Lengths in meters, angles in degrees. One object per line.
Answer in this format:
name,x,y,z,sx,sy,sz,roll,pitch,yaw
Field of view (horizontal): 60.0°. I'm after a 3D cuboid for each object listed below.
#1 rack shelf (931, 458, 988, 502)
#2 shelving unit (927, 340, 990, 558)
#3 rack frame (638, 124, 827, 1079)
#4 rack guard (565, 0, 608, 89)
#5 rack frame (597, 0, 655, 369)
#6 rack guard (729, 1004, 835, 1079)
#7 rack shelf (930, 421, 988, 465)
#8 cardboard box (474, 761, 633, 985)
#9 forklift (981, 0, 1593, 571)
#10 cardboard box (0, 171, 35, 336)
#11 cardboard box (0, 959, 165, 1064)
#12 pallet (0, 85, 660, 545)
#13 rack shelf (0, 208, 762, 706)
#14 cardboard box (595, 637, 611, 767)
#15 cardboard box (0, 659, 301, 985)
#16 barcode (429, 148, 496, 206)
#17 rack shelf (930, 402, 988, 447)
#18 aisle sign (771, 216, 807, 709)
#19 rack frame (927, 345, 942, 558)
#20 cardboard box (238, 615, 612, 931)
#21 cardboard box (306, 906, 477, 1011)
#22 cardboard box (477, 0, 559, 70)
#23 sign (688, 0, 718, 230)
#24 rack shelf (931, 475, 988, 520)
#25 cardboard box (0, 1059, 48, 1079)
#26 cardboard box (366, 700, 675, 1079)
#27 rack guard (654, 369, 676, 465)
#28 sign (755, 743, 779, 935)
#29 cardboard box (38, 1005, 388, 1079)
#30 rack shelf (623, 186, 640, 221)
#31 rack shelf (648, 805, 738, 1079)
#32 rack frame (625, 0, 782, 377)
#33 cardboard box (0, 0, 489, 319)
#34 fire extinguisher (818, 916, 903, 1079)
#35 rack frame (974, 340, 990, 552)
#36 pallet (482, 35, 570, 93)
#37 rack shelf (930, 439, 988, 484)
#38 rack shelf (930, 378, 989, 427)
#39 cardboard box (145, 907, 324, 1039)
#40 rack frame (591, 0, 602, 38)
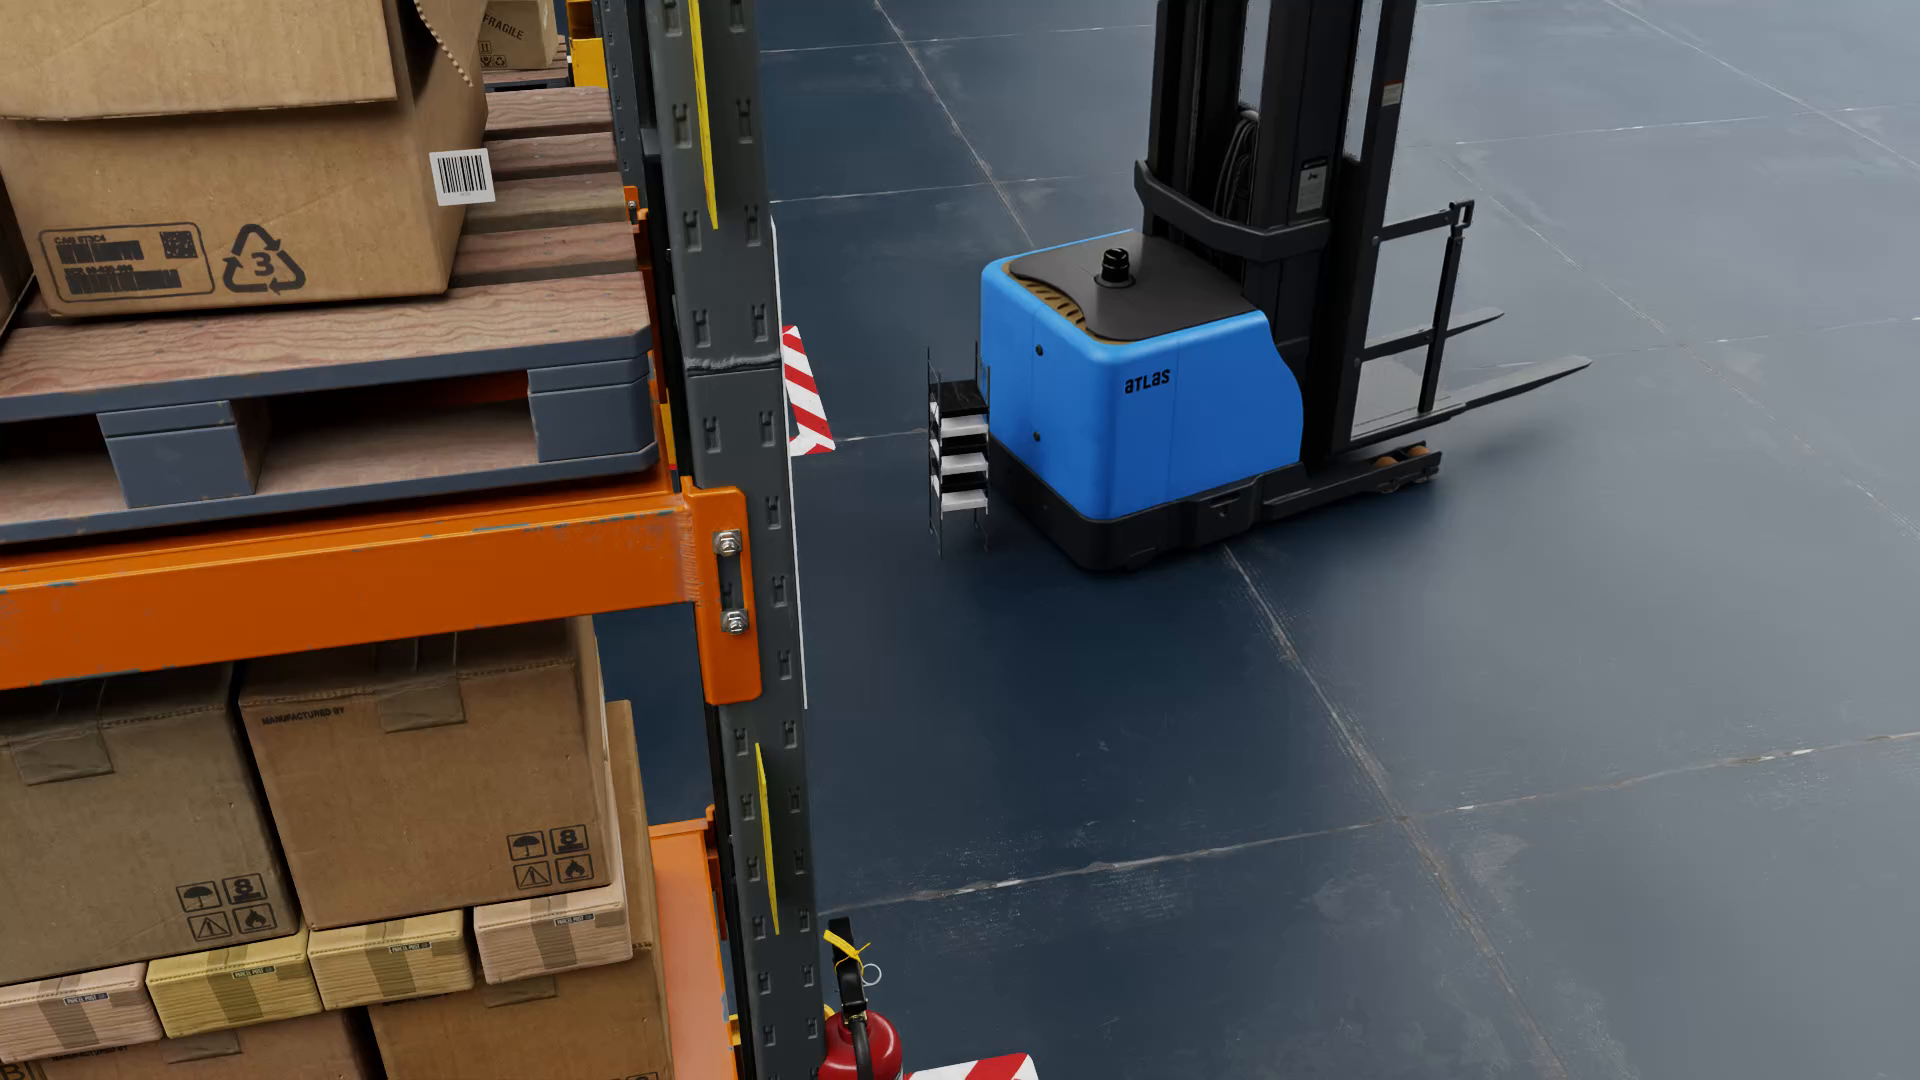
rack shelf,-0.008,-0.270,7.066,0.200,0.077,0.258,-7,35,-11
shelving unit,-0.008,-0.373,6.998,0.210,0.900,0.258,-7,35,-11
rack frame,-0.408,0.753,3.437,0.127,3.000,1.000,-7,35,-11
rack guard,-2.664,-3.585,12.143,0.348,0.500,1.175,-7,35,-11
rack frame,-1.497,-1.940,7.449,0.127,3.000,1.000,-7,35,-11
rack guard,-0.385,1.788,4.138,0.348,0.500,1.175,-7,35,-11
rack shelf,-0.008,-0.420,6.966,0.200,0.077,0.258,-7,35,-11
cardboard box,-0.739,0.592,3.004,0.250,0.149,0.380,-8,35,-11
forklift,1.619,-1.669,7.107,3.031,2.935,1.130,-17,37,-23
cardboard box,-1.473,-0.378,2.062,0.500,0.250,0.500,-7,35,-11
cardboard box,-1.489,0.686,2.863,0.250,0.149,0.380,-7,34,-10
pallet,-1.104,-0.383,2.517,1.213,0.211,1.003,-7,35,-11
rack shelf,-2.359,0.052,2.435,4.000,0.370,1.077,-7,35,-11
cardboard box,-0.838,0.373,3.331,0.250,0.149,0.380,-7,35,-11
cardboard box,-1.430,0.297,2.862,0.500,0.500,0.700,-8,35,-12
barcode,-0.596,-0.435,1.993,0.075,0.075,0.001,-7,35,-11
rack shelf,-0.008,-0.494,6.916,0.200,0.077,0.258,-7,35,-11
aisle sign,-0.279,-0.175,2.486,0.004,0.787,0.394,-7,35,-11
rack frame,-0.107,-0.360,6.979,0.006,0.900,0.240,-7,35,-11
cardboard box,-0.918,0.229,2.962,0.500,0.500,0.700,-7,35,-10
cardboard box,-0.994,0.625,2.955,0.250,0.149,0.380,-6,34,-9
cardboard box,-3.203,-3.701,11.939,0.500,0.500,0.500,-1,34,-2
sign,-0.302,-0.531,1.934,0.005,0.325,0.100,-7,35,-11
rack shelf,-0.008,-0.196,7.117,0.200,0.077,0.258,-7,35,-11
cardboard box,-1.863,0.887,3.147,0.500,0.500,0.700,-7,34,-10
cardboard box,-0.866,0.761,3.334,0.500,0.500,0.700,-7,35,-11
rack guard,-1.561,-0.867,8.094,0.348,0.500,1.175,-7,35,-11
sign,-0.302,0.470,2.606,0.005,0.325,0.100,-7,35,-11
cardboard box,-1.378,0.829,3.234,0.500,0.500,0.700,-6,34,-9
rack shelf,-3.448,-1.395,7.283,4.000,0.370,1.077,-7,35,-11
rack shelf,-2.359,1.297,3.271,4.000,0.370,1.077,-7,35,-11
rack frame,-0.408,-1.739,1.765,0.127,3.000,1.000,-7,35,-11
cardboard box,-0.970,-0.700,2.314,0.637,0.503,0.797,-5,34,-7
fire extinguisher,-0.190,1.023,3.104,0.183,0.674,0.296,-7,35,-11
rack frame,0.091,-0.385,7.016,0.006,0.900,0.240,-7,35,-11
pallet,-3.464,-3.384,12.103,1.213,0.211,1.003,-7,35,-11
rack shelf,-0.008,-0.345,7.016,0.200,0.077,0.258,-7,35,-11
rack shelf,-0.008,-0.569,6.866,0.200,0.077,0.258,-7,35,-11
cardboard box,-1.243,0.657,2.908,0.250,0.149,0.380,-8,35,-11
rack frame,-2.590,-4.632,11.461,0.127,3.000,1.000,-7,35,-11
